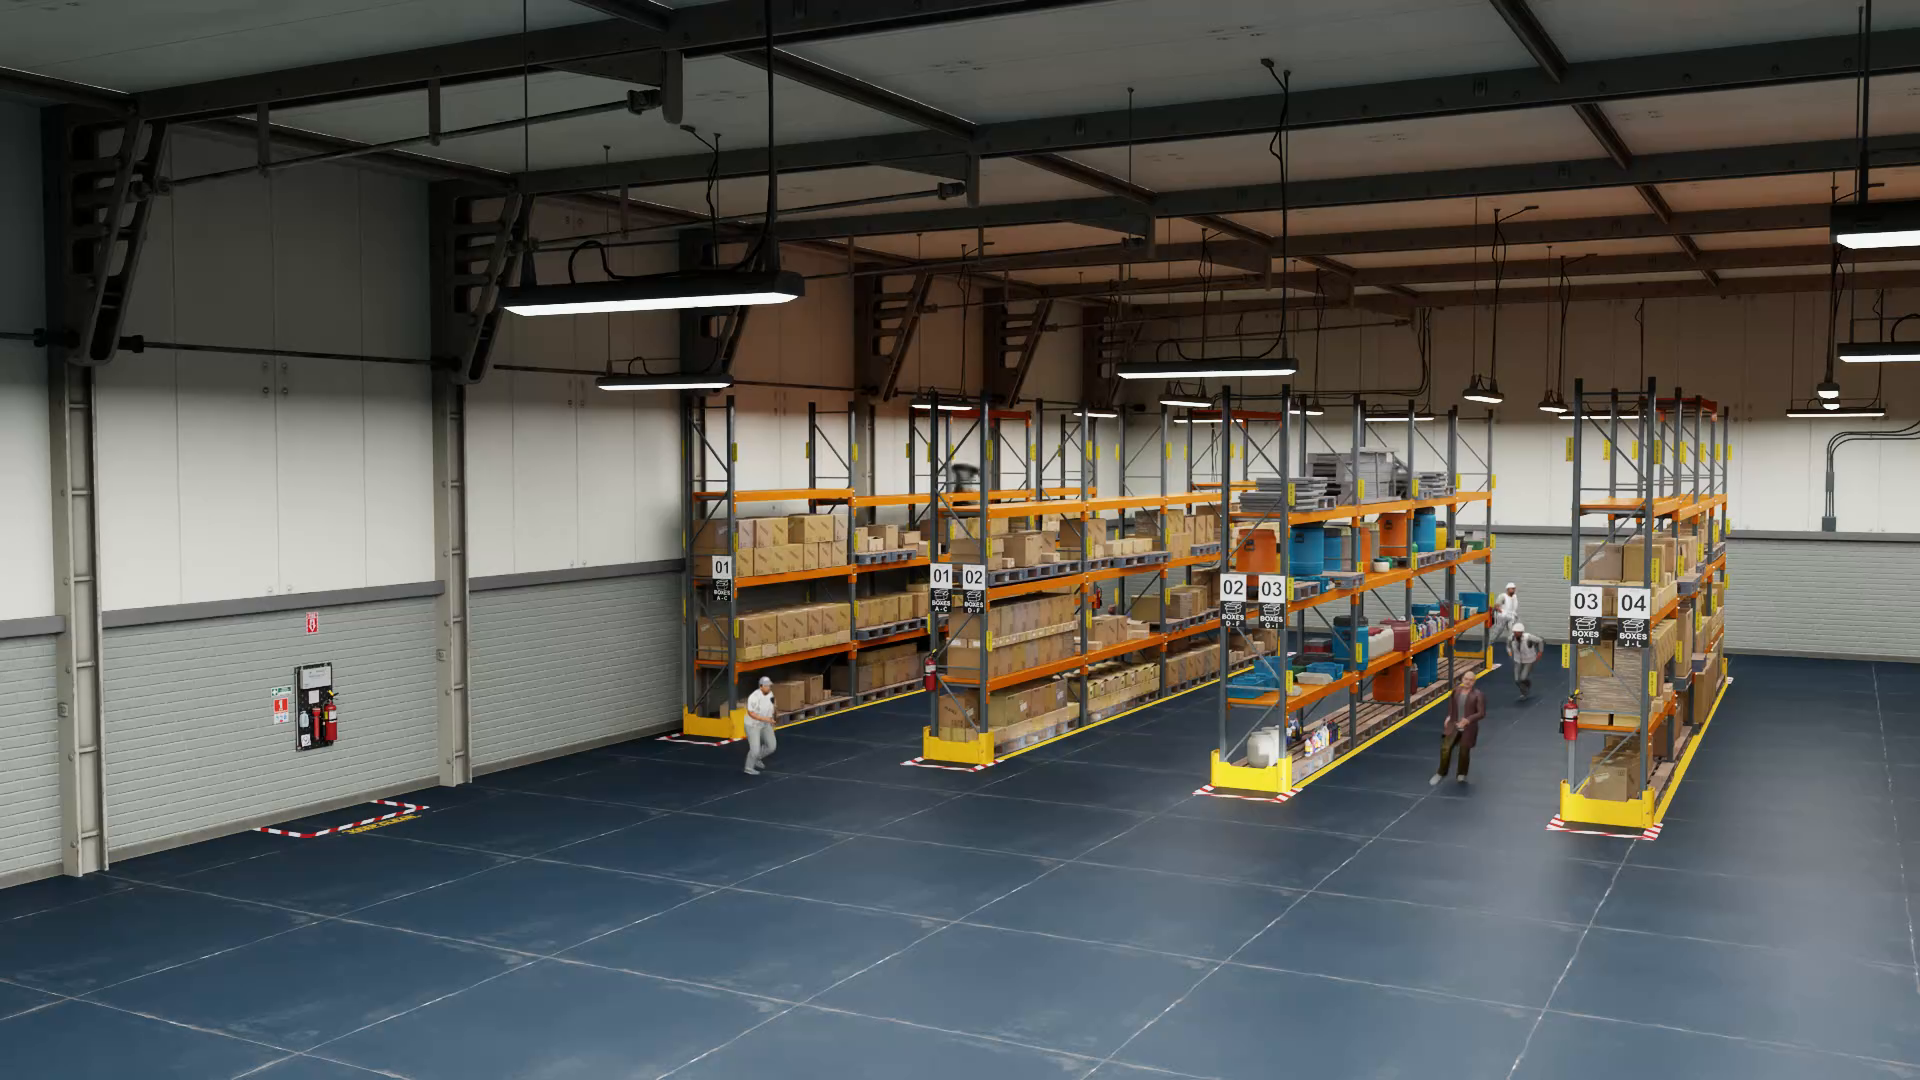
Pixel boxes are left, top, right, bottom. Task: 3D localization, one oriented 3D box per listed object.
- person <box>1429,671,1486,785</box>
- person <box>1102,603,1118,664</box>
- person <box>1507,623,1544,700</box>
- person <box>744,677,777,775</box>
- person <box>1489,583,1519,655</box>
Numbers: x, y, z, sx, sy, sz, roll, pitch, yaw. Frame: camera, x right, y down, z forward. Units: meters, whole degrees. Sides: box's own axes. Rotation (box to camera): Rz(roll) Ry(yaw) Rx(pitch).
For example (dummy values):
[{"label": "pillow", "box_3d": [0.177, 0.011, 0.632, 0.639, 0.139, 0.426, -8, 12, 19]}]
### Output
[{"label": "person", "box_3d": [7.467, 2.802, 24.795, 0.778, 1.720, 0.860, 2, 4, 34]}, {"label": "person", "box_3d": [3.383, 2.259, 36.859, 0.560, 1.668, 0.729, 1, 3, 26]}, {"label": "person", "box_3d": [11.340, 2.447, 33.415, 0.690, 1.594, 0.825, 2, 4, 37]}, {"label": "person", "box_3d": [-3.097, 2.878, 25.792, 0.726, 1.558, 0.586, 3, 4, 44]}, {"label": "person", "box_3d": [13.451, 1.932, 40.789, 0.725, 1.763, 1.005, -1, 3, -24]}]
